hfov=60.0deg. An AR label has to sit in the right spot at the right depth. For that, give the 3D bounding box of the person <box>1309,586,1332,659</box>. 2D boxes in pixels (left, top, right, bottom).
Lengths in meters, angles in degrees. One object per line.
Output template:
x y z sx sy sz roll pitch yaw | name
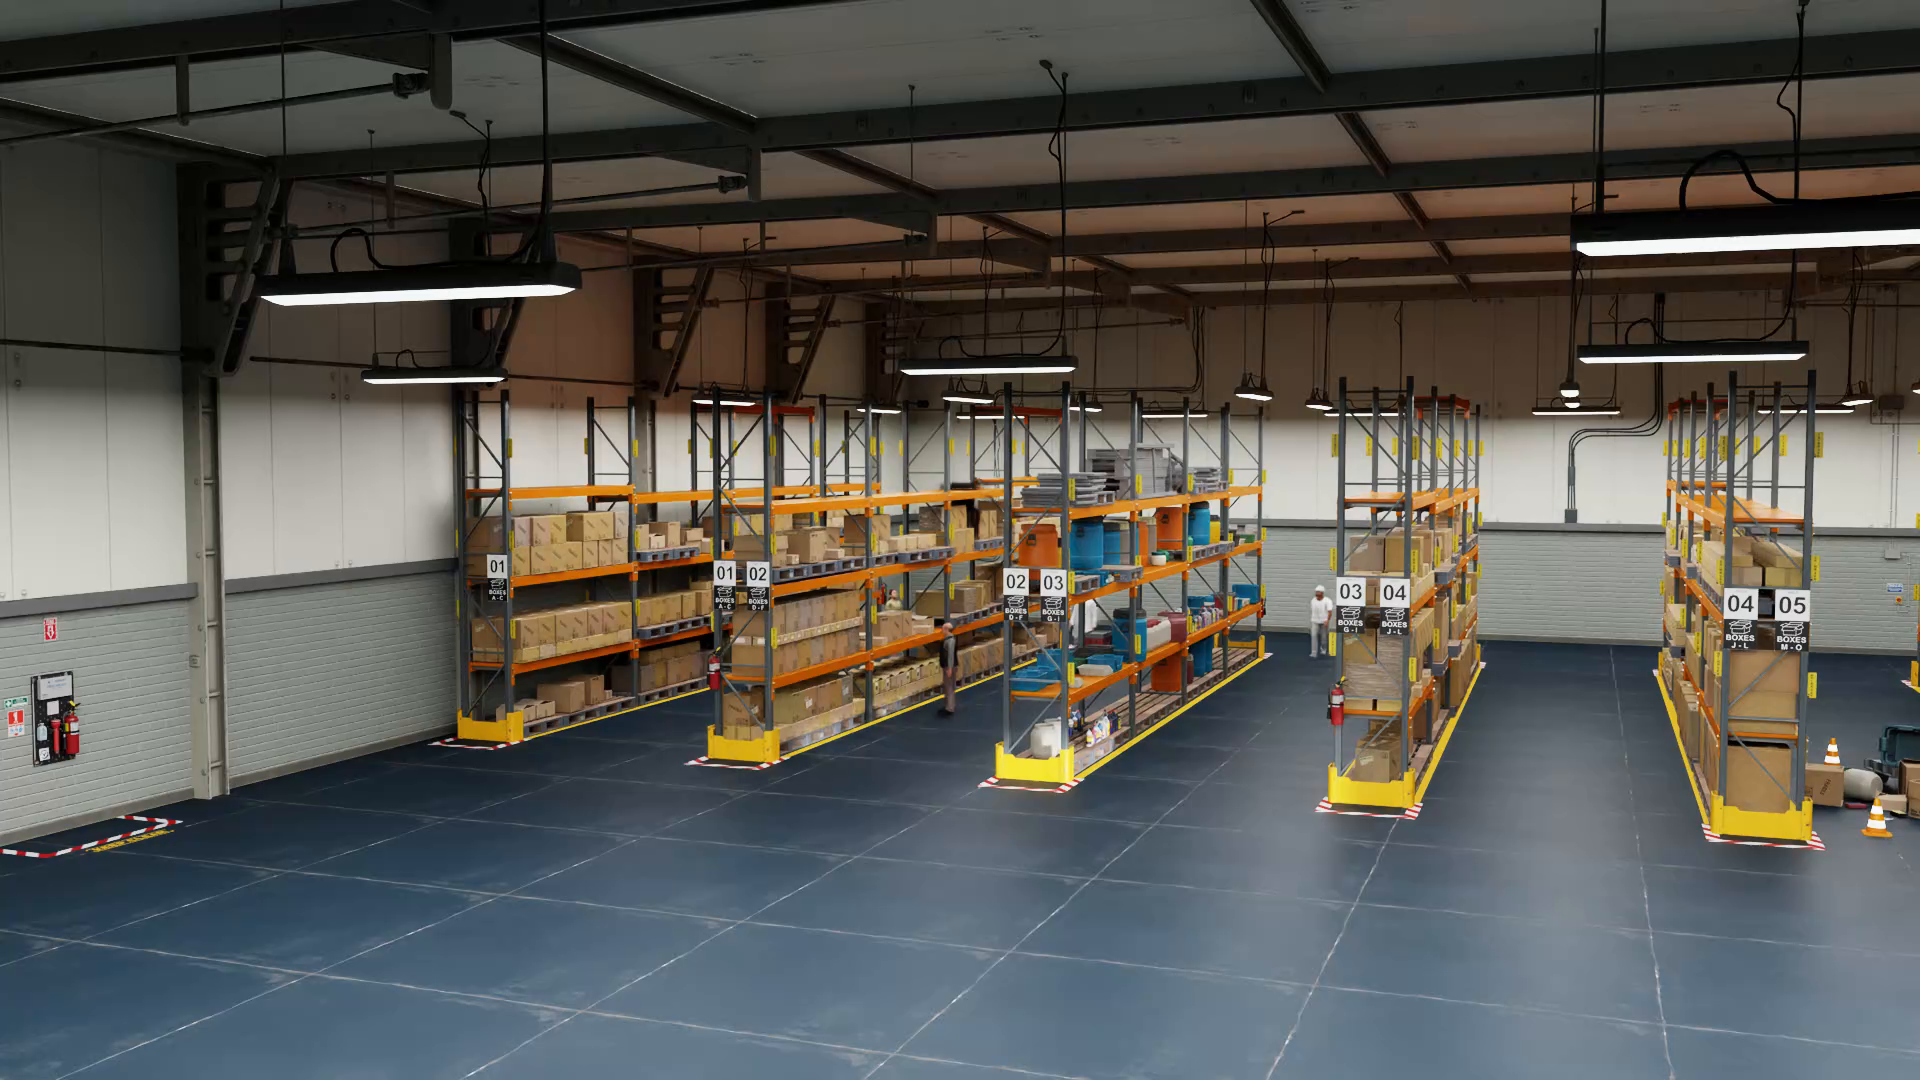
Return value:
8.600 1.951 39.651 0.542 1.718 1.058 1 3 18 | person

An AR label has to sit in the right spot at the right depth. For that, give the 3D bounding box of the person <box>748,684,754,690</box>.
-4.276 2.294 34.417 0.355 1.726 0.563 3 4 39 | person

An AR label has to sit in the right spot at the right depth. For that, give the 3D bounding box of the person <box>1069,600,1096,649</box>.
2.876 2.036 38.757 0.633 1.636 0.991 1 3 18 | person

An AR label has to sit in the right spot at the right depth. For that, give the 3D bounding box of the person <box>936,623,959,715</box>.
-0.243 2.413 31.239 0.425 1.726 0.565 0 3 -4 | person

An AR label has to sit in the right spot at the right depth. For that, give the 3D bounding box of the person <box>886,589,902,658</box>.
-1.472 1.963 38.557 0.477 1.668 0.486 2 4 29 | person
